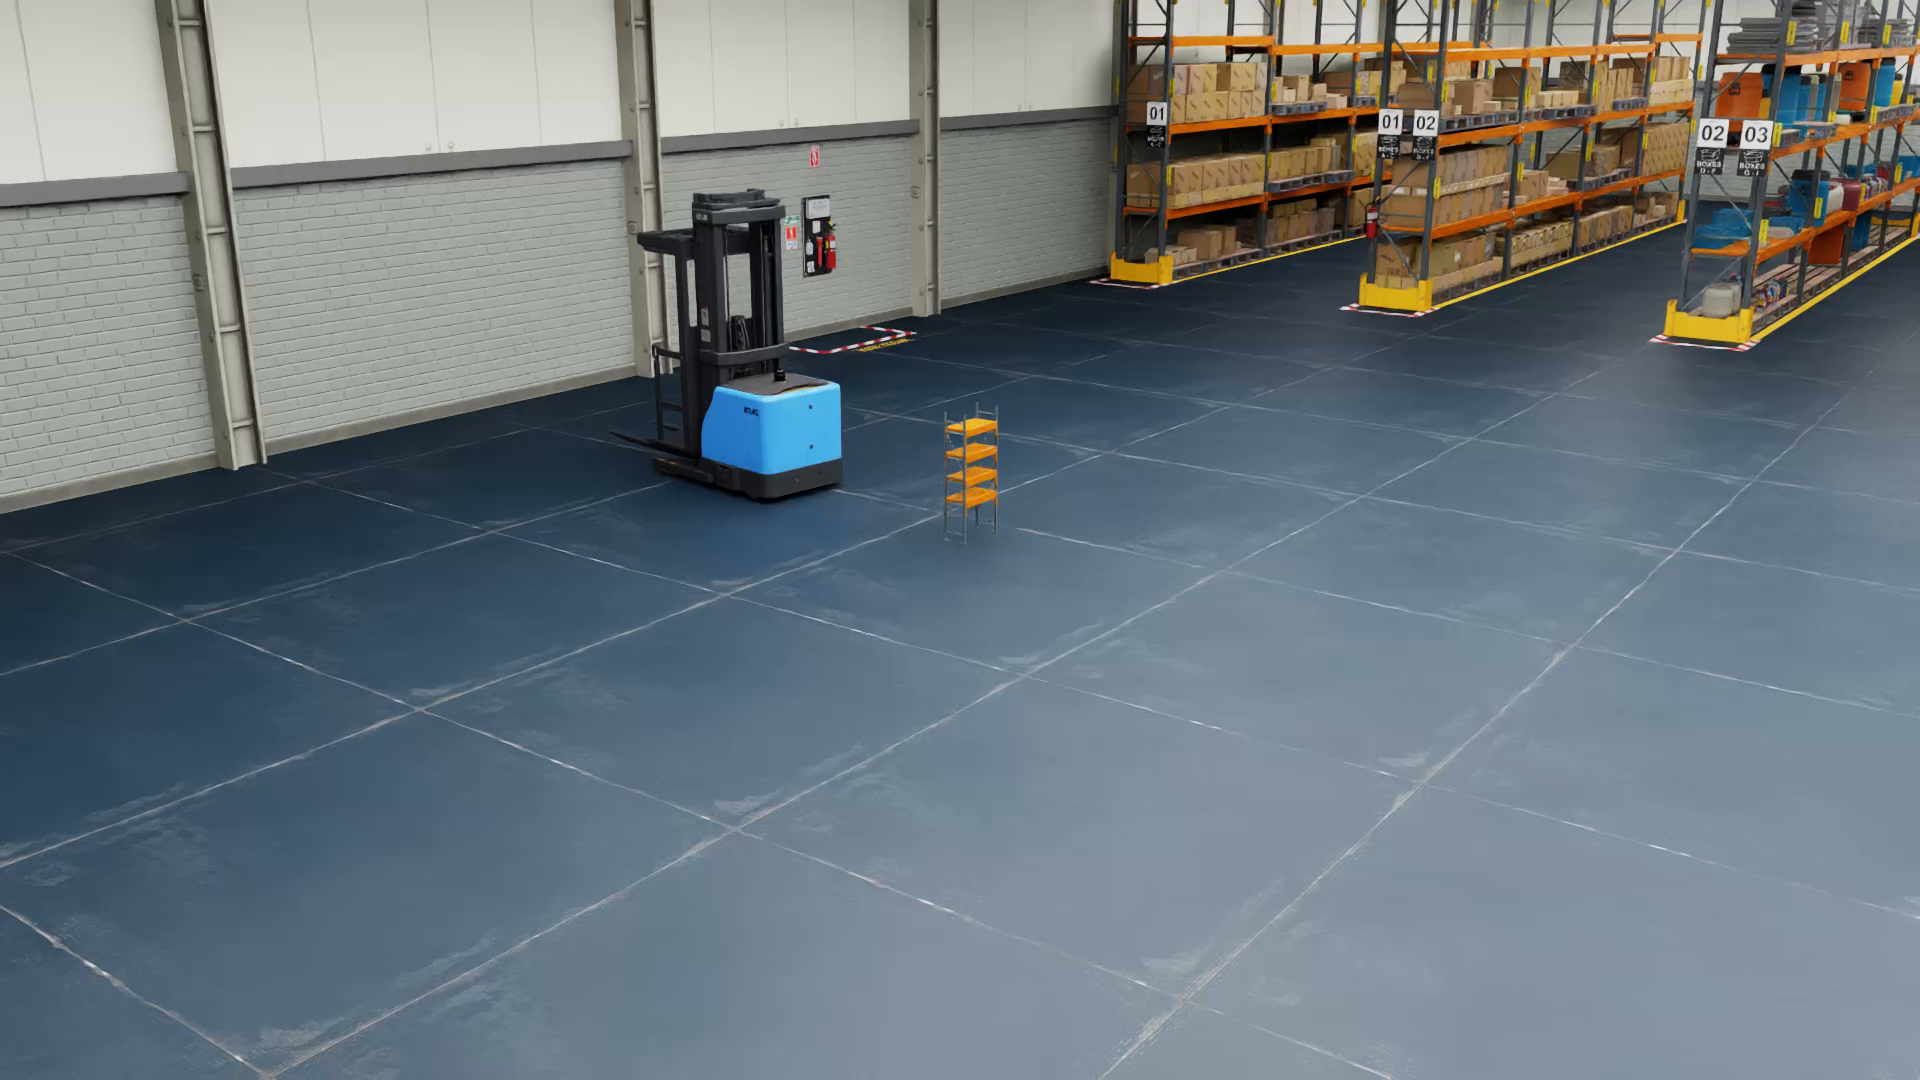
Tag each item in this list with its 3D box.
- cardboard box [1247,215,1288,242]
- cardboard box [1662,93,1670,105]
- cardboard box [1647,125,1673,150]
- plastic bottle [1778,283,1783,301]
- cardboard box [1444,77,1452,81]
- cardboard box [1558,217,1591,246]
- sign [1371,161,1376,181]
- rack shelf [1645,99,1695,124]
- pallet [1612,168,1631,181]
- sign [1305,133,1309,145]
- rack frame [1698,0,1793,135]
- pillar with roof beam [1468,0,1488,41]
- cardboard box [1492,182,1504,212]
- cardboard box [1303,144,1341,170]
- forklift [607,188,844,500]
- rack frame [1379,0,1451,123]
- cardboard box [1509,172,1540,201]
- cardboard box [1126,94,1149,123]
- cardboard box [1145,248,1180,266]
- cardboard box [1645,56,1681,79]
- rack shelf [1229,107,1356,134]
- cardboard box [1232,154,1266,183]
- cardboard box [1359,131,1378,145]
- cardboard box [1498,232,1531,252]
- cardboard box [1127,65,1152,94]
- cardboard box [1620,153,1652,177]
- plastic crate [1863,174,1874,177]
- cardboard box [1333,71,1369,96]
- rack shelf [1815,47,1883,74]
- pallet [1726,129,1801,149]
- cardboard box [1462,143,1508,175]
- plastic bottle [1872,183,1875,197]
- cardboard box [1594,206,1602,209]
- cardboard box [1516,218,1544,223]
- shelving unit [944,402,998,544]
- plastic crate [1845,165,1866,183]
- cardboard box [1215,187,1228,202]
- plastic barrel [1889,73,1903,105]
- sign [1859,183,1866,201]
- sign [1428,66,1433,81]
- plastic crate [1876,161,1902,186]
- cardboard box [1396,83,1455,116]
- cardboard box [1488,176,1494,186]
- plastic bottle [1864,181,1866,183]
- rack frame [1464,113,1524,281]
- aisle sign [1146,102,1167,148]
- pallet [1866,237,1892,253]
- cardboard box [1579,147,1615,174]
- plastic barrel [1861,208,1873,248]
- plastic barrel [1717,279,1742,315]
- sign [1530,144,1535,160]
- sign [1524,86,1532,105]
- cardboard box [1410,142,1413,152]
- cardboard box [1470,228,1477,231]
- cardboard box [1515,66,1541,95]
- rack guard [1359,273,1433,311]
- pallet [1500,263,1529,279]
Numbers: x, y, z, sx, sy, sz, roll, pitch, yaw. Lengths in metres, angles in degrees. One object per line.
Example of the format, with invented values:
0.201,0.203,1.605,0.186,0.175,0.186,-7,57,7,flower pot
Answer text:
6.373,-6.492,34.570,0.700,0.500,0.500,12,21,34,cardboard box
15.517,-9.866,37.159,0.500,0.250,0.500,12,21,35,cardboard box
15.855,-9.152,37.810,0.500,0.500,0.500,13,22,36,cardboard box
13.307,-4.031,27.012,0.061,0.283,0.133,14,22,38,plastic bottle
11.386,-10.917,39.664,0.500,0.250,0.500,12,21,34,cardboard box
12.545,-6.318,34.009,0.500,0.500,0.500,14,22,37,cardboard box
6.850,-6.103,27.494,0.100,0.325,0.005,12,21,35,sign
15.620,-9.761,37.781,1.077,0.370,4.000,12,21,35,rack shelf
13.864,-7.933,36.063,1.003,0.211,1.213,12,21,35,pallet
7.616,-8.768,36.475,0.100,0.325,0.005,12,21,35,sign
11.254,-7.327,23.670,1.000,3.000,0.127,12,21,35,rack frame
17.202,-12.924,41.693,9.100,9.000,0.400,12,21,35,pillar with roof beam
9.402,-6.232,30.091,0.700,0.500,0.500,12,21,33,cardboard box
7.792,-8.262,35.887,0.700,0.500,0.500,10,20,28,cardboard box
-2.594,-2.153,17.241,3.031,2.935,1.130,16,23,42,forklift
7.278,-8.203,26.492,1.000,3.000,0.127,12,21,35,rack frame
10.744,-6.763,31.803,0.500,0.500,0.500,12,21,35,cardboard box
3.343,-7.846,30.199,0.500,0.500,0.500,14,22,39,cardboard box
3.782,-5.287,31.010,0.500,0.311,0.500,10,20,29,cardboard box
16.152,-10.877,38.307,0.700,0.500,0.500,12,21,35,cardboard box
6.872,-8.730,34.461,1.077,0.370,4.000,12,21,35,rack shelf
5.647,-7.294,32.635,0.500,0.500,0.500,12,21,35,cardboard box
9.156,-8.986,37.160,0.500,0.250,0.500,13,21,35,cardboard box
10.410,-5.619,31.268,0.500,0.311,0.500,12,21,34,cardboard box
3.344,-8.329,30.066,0.500,0.500,0.500,14,22,37,cardboard box
14.950,-8.317,36.806,0.500,0.500,0.500,13,22,36,cardboard box
19.200,-7.691,35.301,0.293,0.136,0.466,12,21,35,plastic crate
8.580,-10.069,36.649,0.700,0.500,0.500,11,20,32,cardboard box
14.829,-8.221,28.438,1.077,0.370,4.000,12,21,35,rack shelf
11.825,-5.984,24.722,1.003,0.211,1.213,12,21,35,pallet
9.402,-6.851,29.898,0.700,0.500,0.500,13,21,35,cardboard box
17.692,-6.815,32.348,0.152,0.276,0.135,12,21,35,plastic bottle
13.635,-7.011,36.243,0.500,0.500,0.500,13,21,35,cardboard box
11.497,-6.326,33.545,0.500,0.311,0.500,13,22,37,cardboard box
0.099,-0.612,15.199,0.258,1.200,0.503,12,21,35,shelving unit
18.408,-7.512,34.309,0.392,0.384,0.575,12,21,35,plastic crate
4.752,-6.577,31.590,0.500,0.250,0.500,13,21,35,cardboard box
18.023,-8.790,32.413,0.600,0.588,0.600,0,17,0,plastic barrel
16.466,-6.350,30.364,0.100,0.325,0.005,12,21,35,sign
10.889,-10.807,38.532,0.100,0.325,0.005,12,21,35,sign
19.137,-7.548,34.287,0.402,0.464,0.583,12,21,35,plastic crate
7.624,-7.223,27.277,0.797,0.503,0.637,14,22,38,cardboard box
9.213,-6.362,29.415,0.380,0.149,0.250,12,21,35,cardboard box
17.719,-6.886,32.583,0.097,0.271,0.097,0,17,0,plastic bottle
9.661,-6.291,30.449,1.000,3.000,0.127,12,21,35,rack frame
3.495,-7.384,29.586,0.394,0.787,0.004,12,21,35,aisle sign
18.811,-6.170,34.763,1.003,0.211,1.213,12,21,35,pallet
13.425,-8.013,35.118,0.700,0.500,0.500,7,19,21,cardboard box
18.066,-6.392,33.605,0.600,0.901,0.708,12,21,35,plastic barrel
11.883,-3.764,25.799,0.421,0.512,0.421,0,17,0,plastic barrel
11.603,-7.852,33.659,0.100,0.325,0.005,12,21,35,sign
10.108,-7.910,29.602,0.100,0.325,0.005,12,21,35,sign
10.375,-9.115,38.842,0.500,0.500,0.500,12,21,34,cardboard box
9.133,-5.481,30.506,0.500,0.500,0.500,12,21,35,cardboard box
10.381,-8.490,30.754,0.500,0.500,0.500,15,23,40,cardboard box
7.264,-4.139,27.734,1.175,0.500,0.348,12,21,35,rack guard
10.069,-5.141,31.450,1.003,0.211,1.213,12,21,35,pallet
